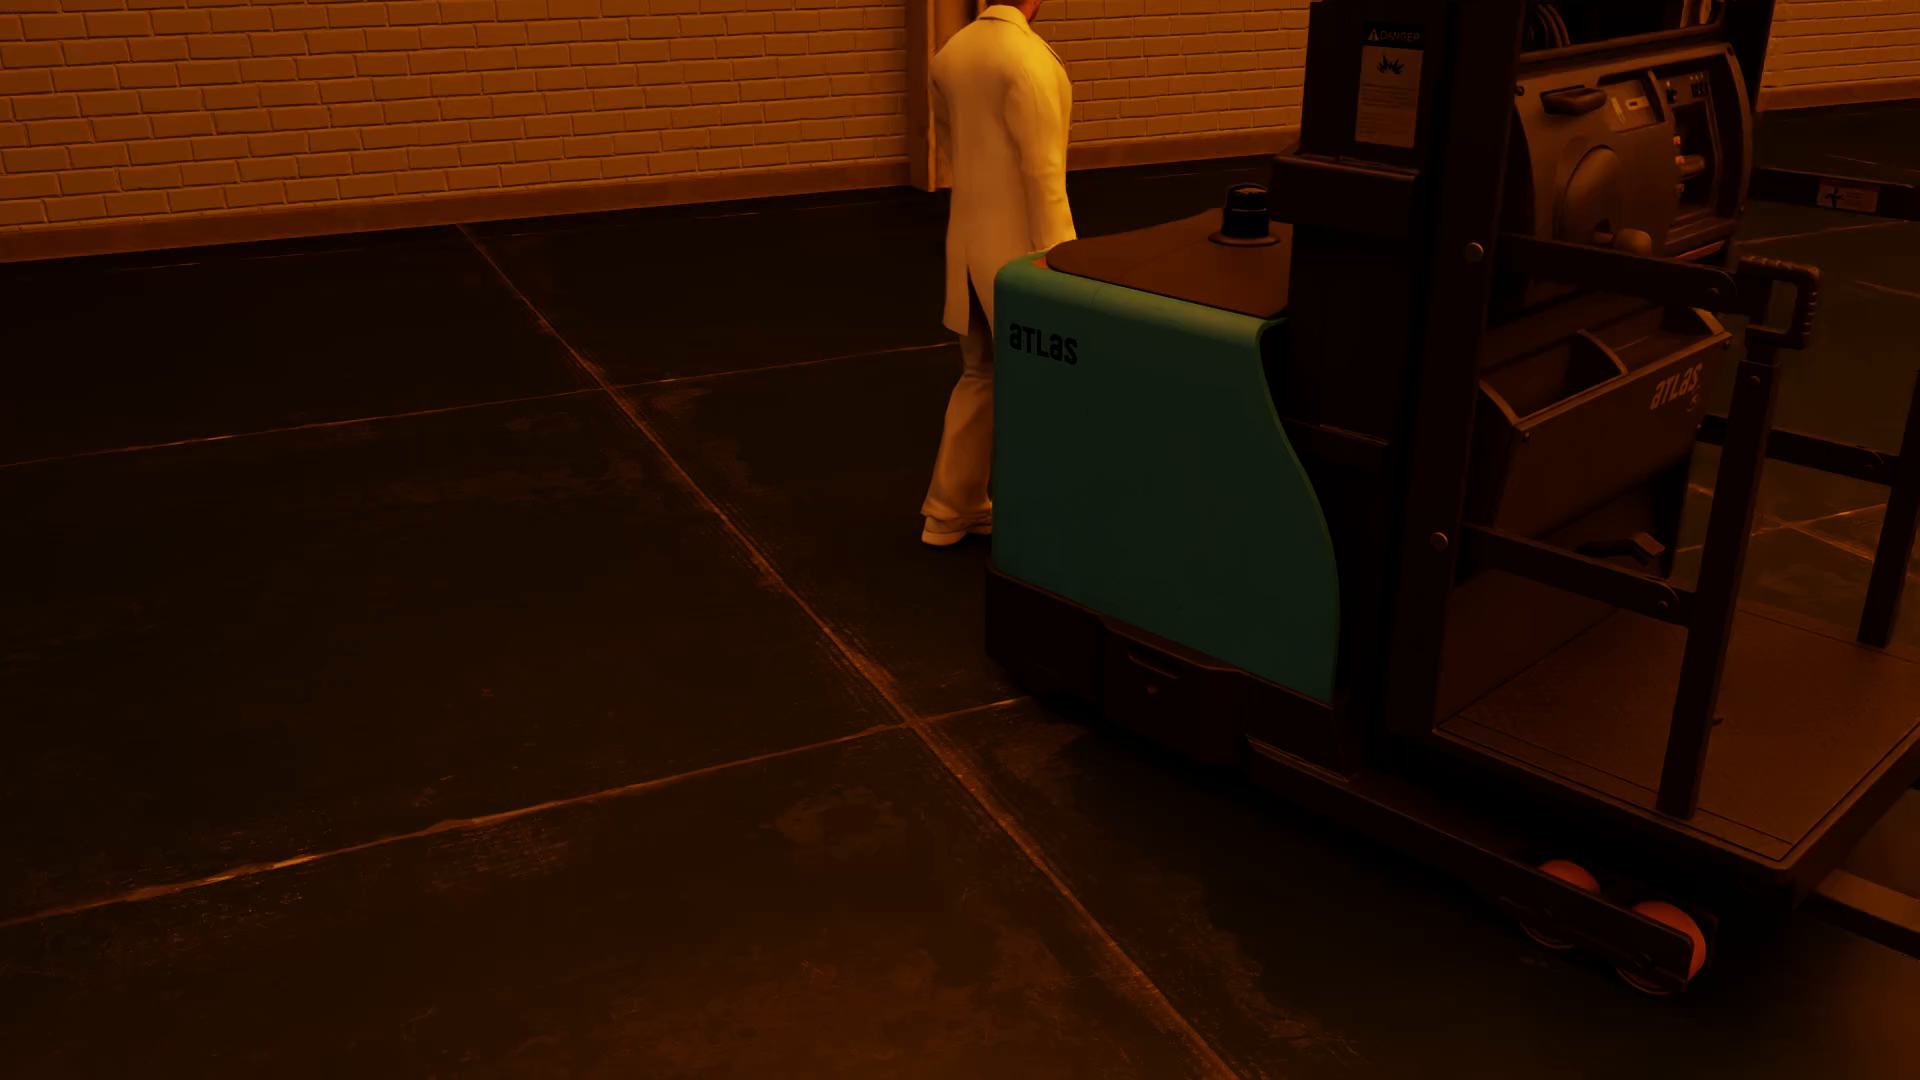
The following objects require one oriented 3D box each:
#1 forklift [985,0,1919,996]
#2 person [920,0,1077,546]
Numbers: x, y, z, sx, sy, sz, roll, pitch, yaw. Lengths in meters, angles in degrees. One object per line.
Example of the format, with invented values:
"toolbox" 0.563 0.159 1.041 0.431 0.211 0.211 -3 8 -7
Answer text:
"forklift" 1.453 -0.736 3.059 1.130 2.935 3.031 -21 30 -40
"person" 0.225 -0.857 4.891 0.764 1.755 0.773 -14 26 -30
